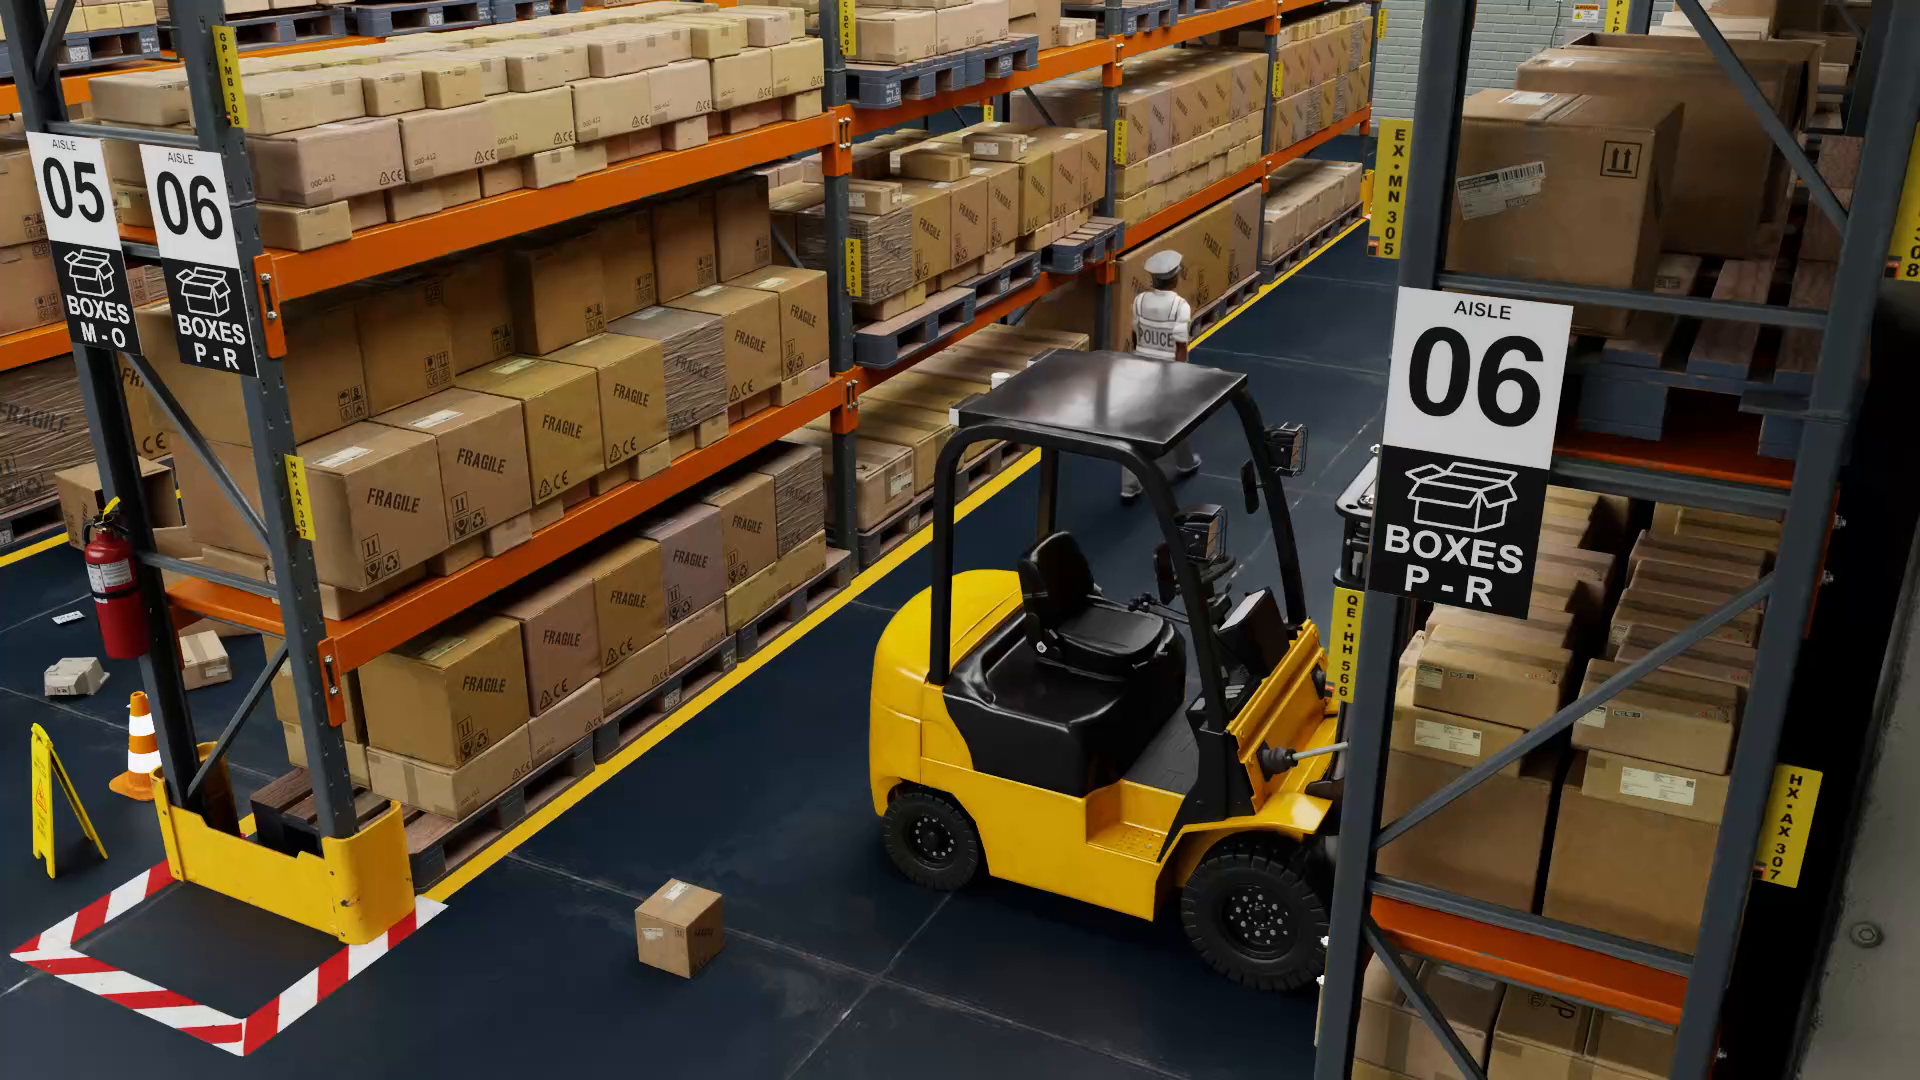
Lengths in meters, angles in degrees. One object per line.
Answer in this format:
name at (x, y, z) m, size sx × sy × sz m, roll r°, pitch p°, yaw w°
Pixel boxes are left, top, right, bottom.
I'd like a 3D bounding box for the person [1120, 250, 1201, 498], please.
person at (1.374, -1.171, 11.301) m, size 0.456 × 1.632 × 0.976 m, roll 11°, pitch 25°, yaw 24°
